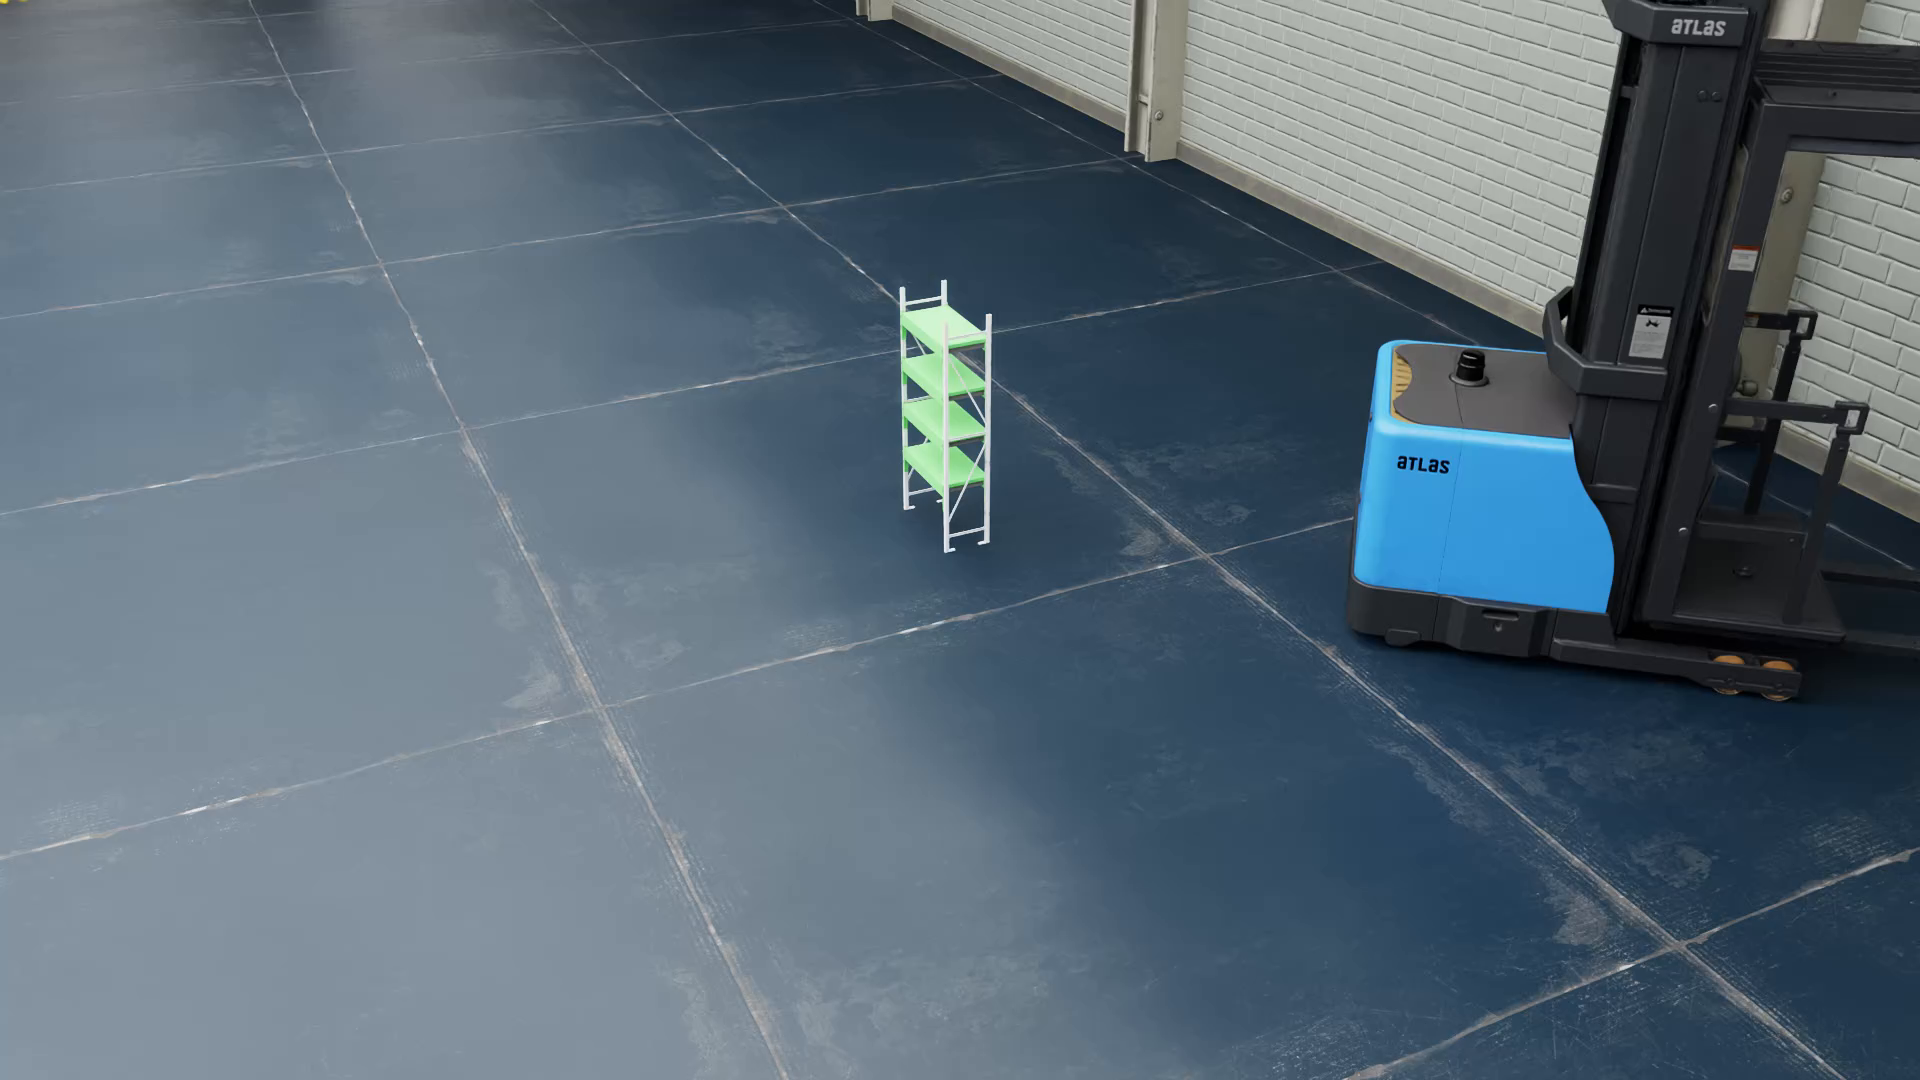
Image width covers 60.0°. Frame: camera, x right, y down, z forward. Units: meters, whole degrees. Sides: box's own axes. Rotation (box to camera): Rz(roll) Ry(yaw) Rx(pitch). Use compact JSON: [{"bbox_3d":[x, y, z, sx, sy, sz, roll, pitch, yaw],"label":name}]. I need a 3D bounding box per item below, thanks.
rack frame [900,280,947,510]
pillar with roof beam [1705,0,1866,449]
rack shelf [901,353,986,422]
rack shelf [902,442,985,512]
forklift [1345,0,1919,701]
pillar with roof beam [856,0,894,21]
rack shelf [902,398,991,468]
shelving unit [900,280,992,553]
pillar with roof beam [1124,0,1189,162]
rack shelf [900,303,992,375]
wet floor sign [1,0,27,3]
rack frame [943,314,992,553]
[{"bbox_3d":[-0.176,-0.704,8.279,0.240,1.200,0.015,-13,32,-22],"label":"rack frame"},{"bbox_3d":[0.309,-3.642,5.544,9.100,9.000,0.400,-13,32,-22],"label":"pillar with roof beam"},{"bbox_3d":[-0.071,-0.750,8.001,0.258,0.148,0.480,-13,32,-22],"label":"rack shelf"},{"bbox_3d":[-0.071,-0.331,8.236,0.258,0.148,0.480,-13,32,-22],"label":"rack shelf"},{"bbox_3d":[3.301,-0.885,6.832,3.031,2.935,1.130,7,30,12],"label":"forklift"},{"bbox_3d":[-4.843,-8.943,14.997,9.100,9.000,0.400,-13,32,-22],"label":"pillar with roof beam"},{"bbox_3d":[-0.071,-0.541,8.118,0.258,0.148,0.480,-13,32,-22],"label":"rack shelf"},{"bbox_3d":[-0.071,-0.596,8.087,0.258,1.200,0.503,-13,32,-22],"label":"shelving unit"},{"bbox_3d":[-2.267,-6.292,10.271,9.100,9.000,0.400,-13,32,-22],"label":"pillar with roof beam"},{"bbox_3d":[-0.071,-0.959,7.883,0.258,0.148,0.480,-13,32,-22],"label":"rack shelf"},{"bbox_3d":[-11.154,-6.632,19.417,0.267,0.644,0.232,-19,35,-30],"label":"wet floor sign"},{"bbox_3d":[0.034,-0.489,7.895,0.240,1.200,0.015,-13,32,-22],"label":"rack frame"}]
